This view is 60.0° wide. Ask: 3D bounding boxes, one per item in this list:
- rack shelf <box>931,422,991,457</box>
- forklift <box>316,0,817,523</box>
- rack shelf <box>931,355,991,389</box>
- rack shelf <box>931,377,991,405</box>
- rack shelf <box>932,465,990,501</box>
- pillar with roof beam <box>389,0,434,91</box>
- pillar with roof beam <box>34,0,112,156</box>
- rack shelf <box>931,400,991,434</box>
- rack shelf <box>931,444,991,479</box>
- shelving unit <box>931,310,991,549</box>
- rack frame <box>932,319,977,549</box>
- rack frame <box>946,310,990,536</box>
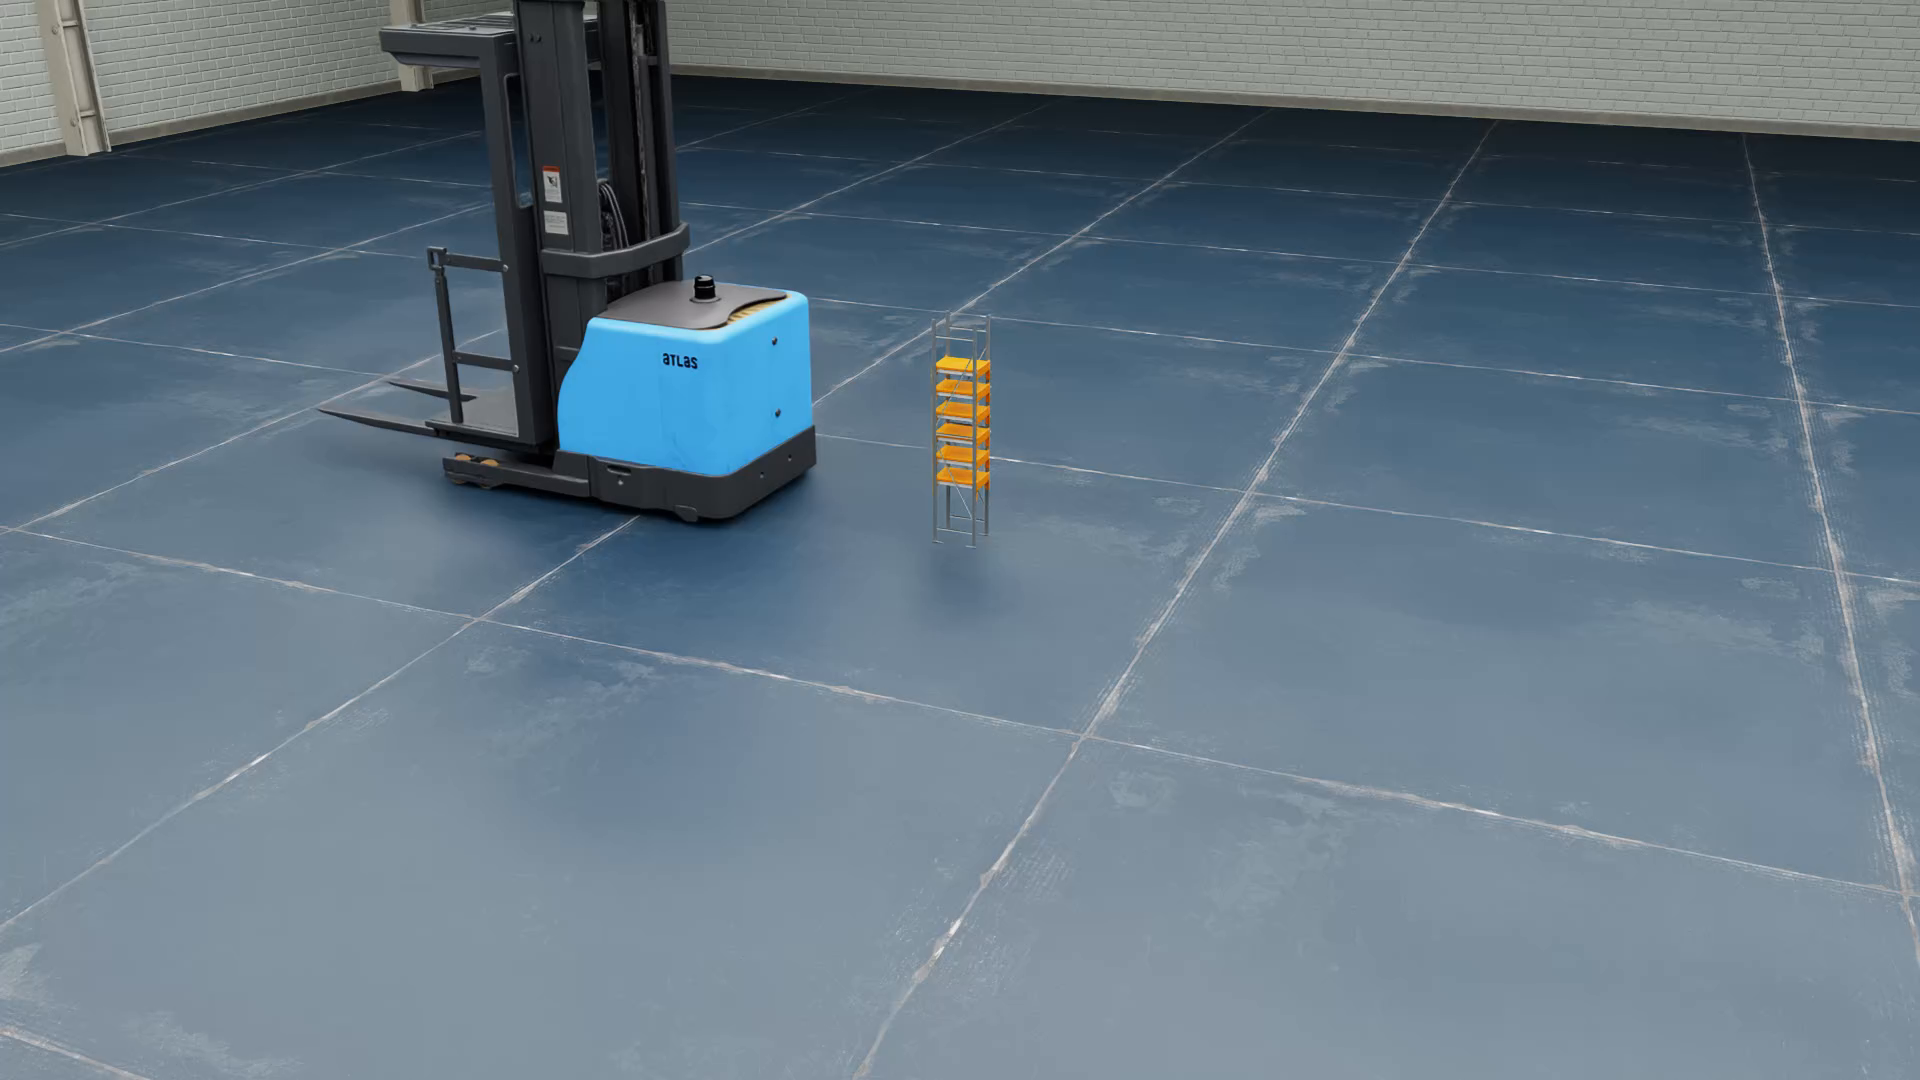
[{"bbox_3d":[0.005,-0.518,8.548,0.258,0.103,0.180,9,24,20],"label":"rack shelf"},{"bbox_3d":[-2.390,-1.813,9.289,3.031,2.935,1.130,10,25,23],"label":"forklift"},{"bbox_3d":[0.005,-0.850,8.410,0.258,0.103,0.180,9,24,20],"label":"rack shelf"},{"bbox_3d":[0.005,-0.739,8.456,0.258,0.103,0.180,9,24,20],"label":"rack shelf"},{"bbox_3d":[0.005,-0.296,8.641,0.258,0.103,0.180,9,24,20],"label":"rack shelf"},{"bbox_3d":[-4.141,-10.293,21.716,9.100,9.000,0.400,9,24,20],"label":"pillar with roof beam"},{"bbox_3d":[-6.369,-8.146,16.576,9.100,9.000,0.400,9,24,20],"label":"pillar with roof beam"},{"bbox_3d":[0.005,-0.629,8.502,0.258,0.103,0.180,9,24,20],"label":"rack shelf"},{"bbox_3d":[0.005,-0.407,8.595,0.258,0.103,0.180,9,24,20],"label":"rack shelf"},{"bbox_3d":[0.005,-0.559,8.531,0.258,1.200,0.189,9,24,20],"label":"shelving unit"},{"bbox_3d":[-0.029,-0.526,8.453,0.240,1.200,0.006,9,24,20],"label":"rack frame"},{"bbox_3d":[0.039,-0.592,8.610,0.240,1.200,0.006,9,24,20],"label":"rack frame"}]
